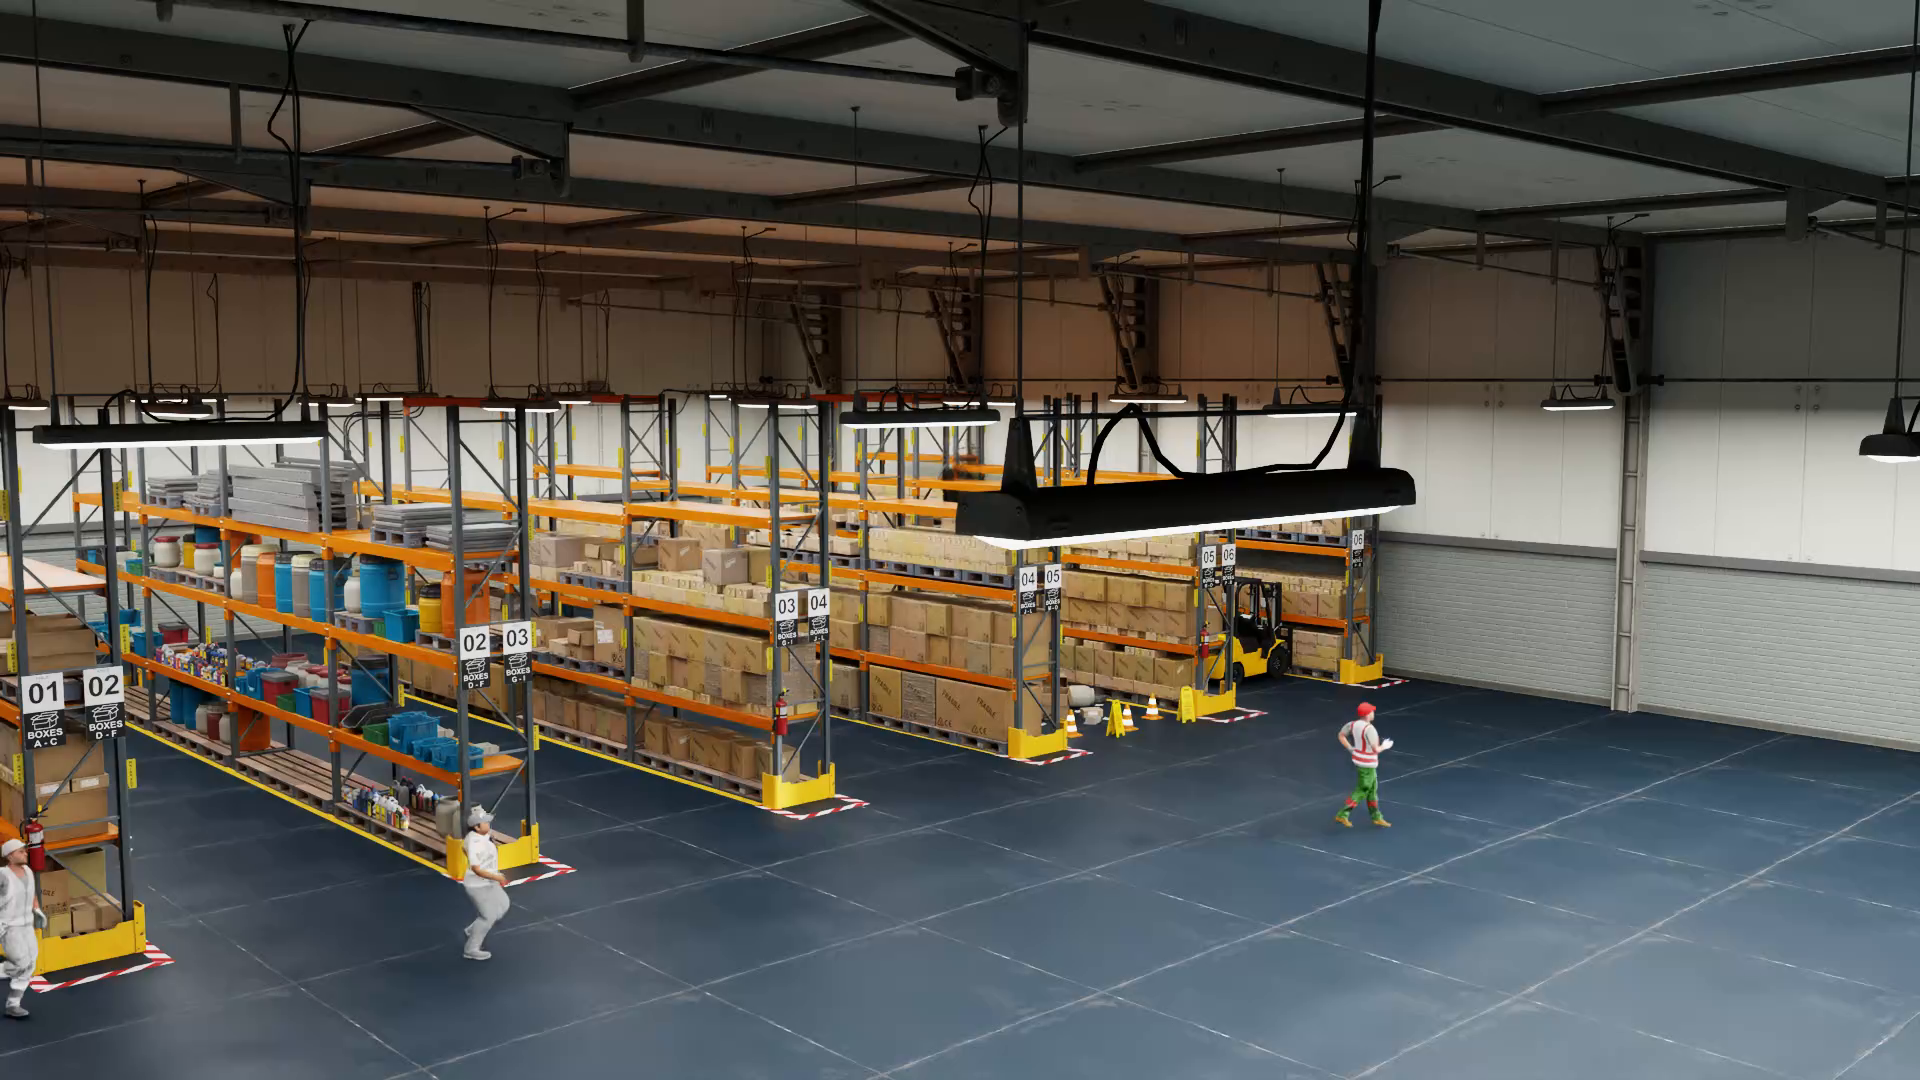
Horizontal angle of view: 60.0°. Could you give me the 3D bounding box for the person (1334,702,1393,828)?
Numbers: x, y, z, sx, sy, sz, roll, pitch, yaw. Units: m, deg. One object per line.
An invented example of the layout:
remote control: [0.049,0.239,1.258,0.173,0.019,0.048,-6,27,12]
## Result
person: [5.664,3.166,23.262,0.920,1.809,0.648,-1,6,-13]

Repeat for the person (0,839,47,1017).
person: [-9.491,3.863,16.712,0.592,1.711,0.697,1,6,10]

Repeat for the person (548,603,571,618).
person: [-9.843,1.568,41.208,0.514,1.630,0.763,5,7,42]

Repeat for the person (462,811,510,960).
person: [-5.208,3.765,18.231,0.508,1.630,0.616,-2,6,-15]
